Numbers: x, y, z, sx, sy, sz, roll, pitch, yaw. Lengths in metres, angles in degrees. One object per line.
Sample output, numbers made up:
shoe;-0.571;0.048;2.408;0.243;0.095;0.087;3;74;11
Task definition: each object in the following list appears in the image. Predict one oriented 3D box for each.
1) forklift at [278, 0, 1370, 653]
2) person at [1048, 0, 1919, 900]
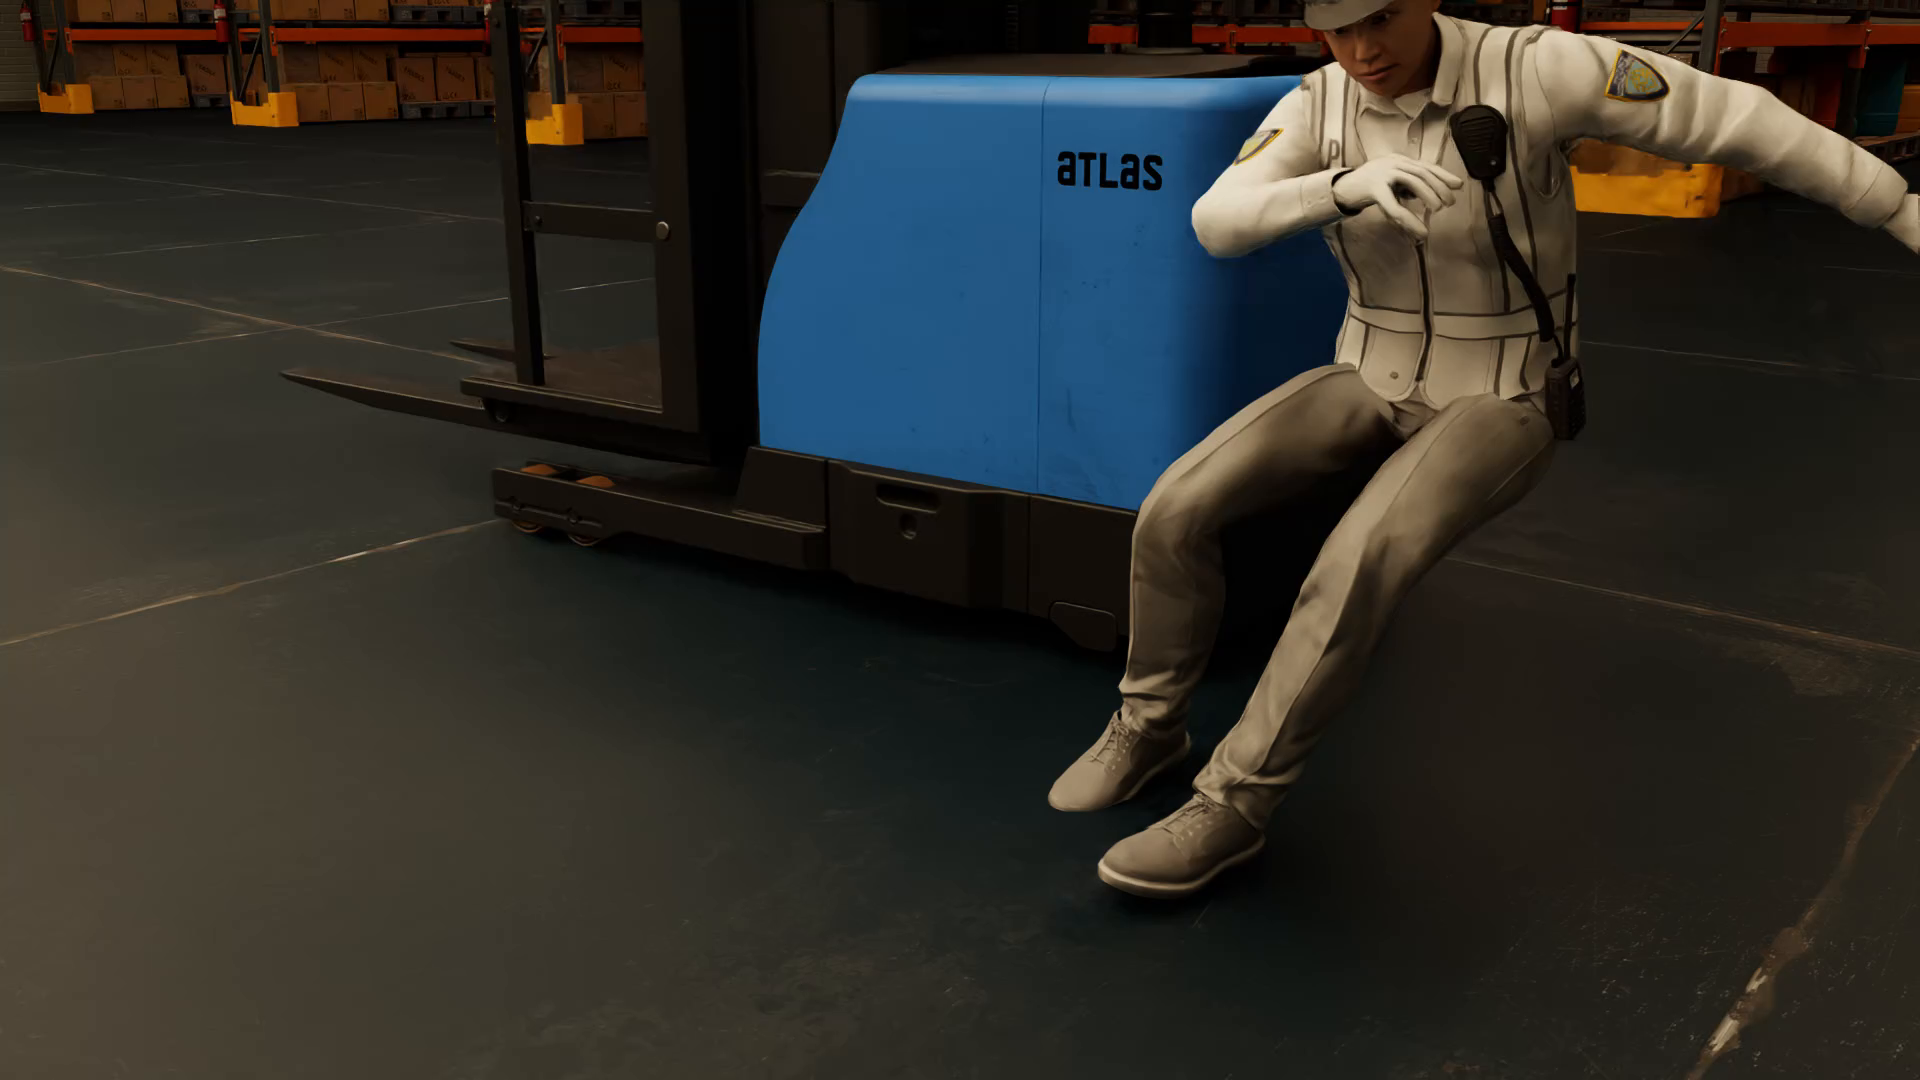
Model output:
forklift;-0.511;-1.500;3.839;3.031;2.935;1.130;11;20;33
person;0.688;-0.176;2.264;1.094;1.382;0.908;13;21;37
